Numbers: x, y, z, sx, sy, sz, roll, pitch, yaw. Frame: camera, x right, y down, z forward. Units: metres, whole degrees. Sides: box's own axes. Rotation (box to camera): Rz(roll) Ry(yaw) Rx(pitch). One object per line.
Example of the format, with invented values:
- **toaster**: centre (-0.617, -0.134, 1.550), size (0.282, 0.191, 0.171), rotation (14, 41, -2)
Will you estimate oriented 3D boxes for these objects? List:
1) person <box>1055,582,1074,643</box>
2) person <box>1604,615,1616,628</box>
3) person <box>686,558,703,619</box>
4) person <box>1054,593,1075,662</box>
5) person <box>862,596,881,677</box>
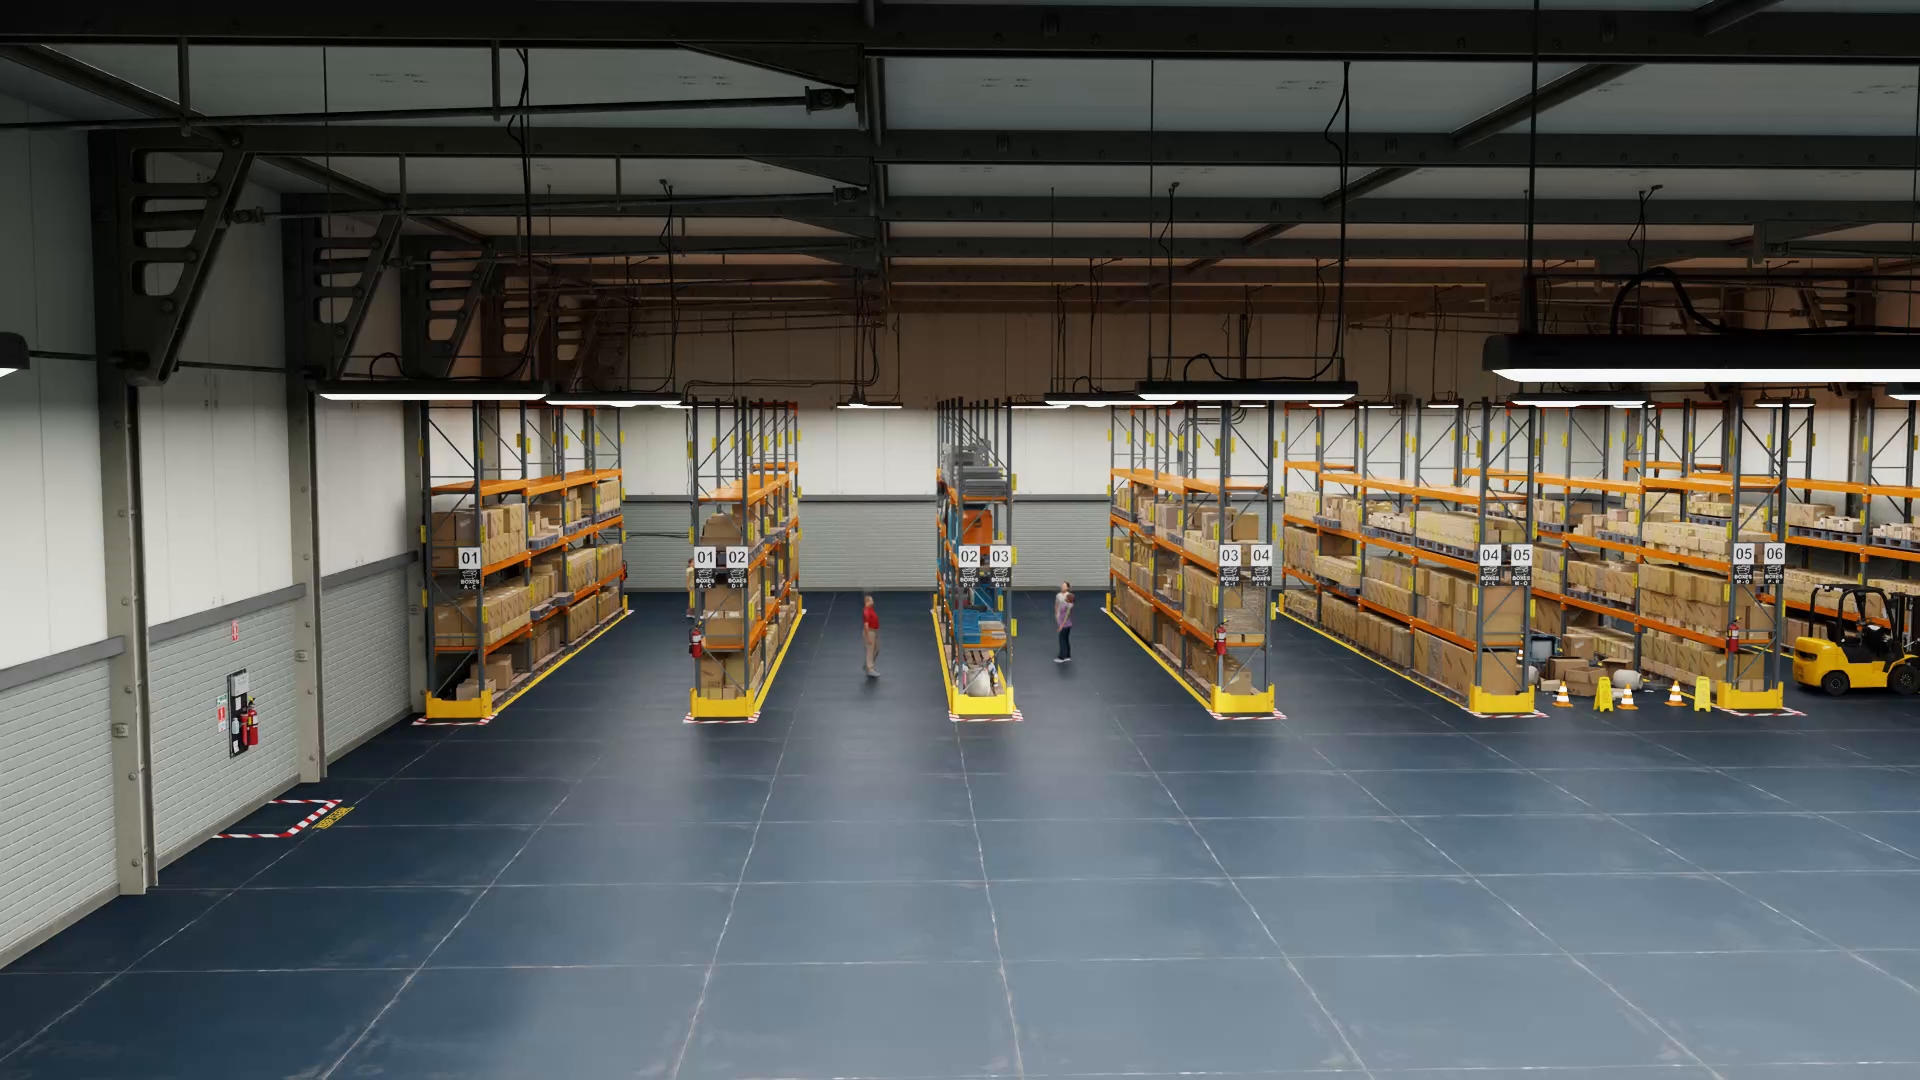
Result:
- **person**: centre (2.517, 1.805, 39.866), size (0.409, 1.606, 1.077), rotation (-1, 5, -15)
- **person**: centre (17.155, 1.494, 43.969), size (0.402, 1.693, 0.512), rotation (1, 5, 16)
- **person**: centre (-7.303, 1.341, 46.000), size (0.567, 1.676, 0.483), rotation (1, 5, 16)
- **person**: centre (2.361, 1.999, 37.805), size (0.444, 1.580, 0.511), rotation (1, 5, 15)
- **person**: centre (-1.917, 2.081, 36.019), size (0.504, 1.750, 0.611), rotation (1, 5, 12)
